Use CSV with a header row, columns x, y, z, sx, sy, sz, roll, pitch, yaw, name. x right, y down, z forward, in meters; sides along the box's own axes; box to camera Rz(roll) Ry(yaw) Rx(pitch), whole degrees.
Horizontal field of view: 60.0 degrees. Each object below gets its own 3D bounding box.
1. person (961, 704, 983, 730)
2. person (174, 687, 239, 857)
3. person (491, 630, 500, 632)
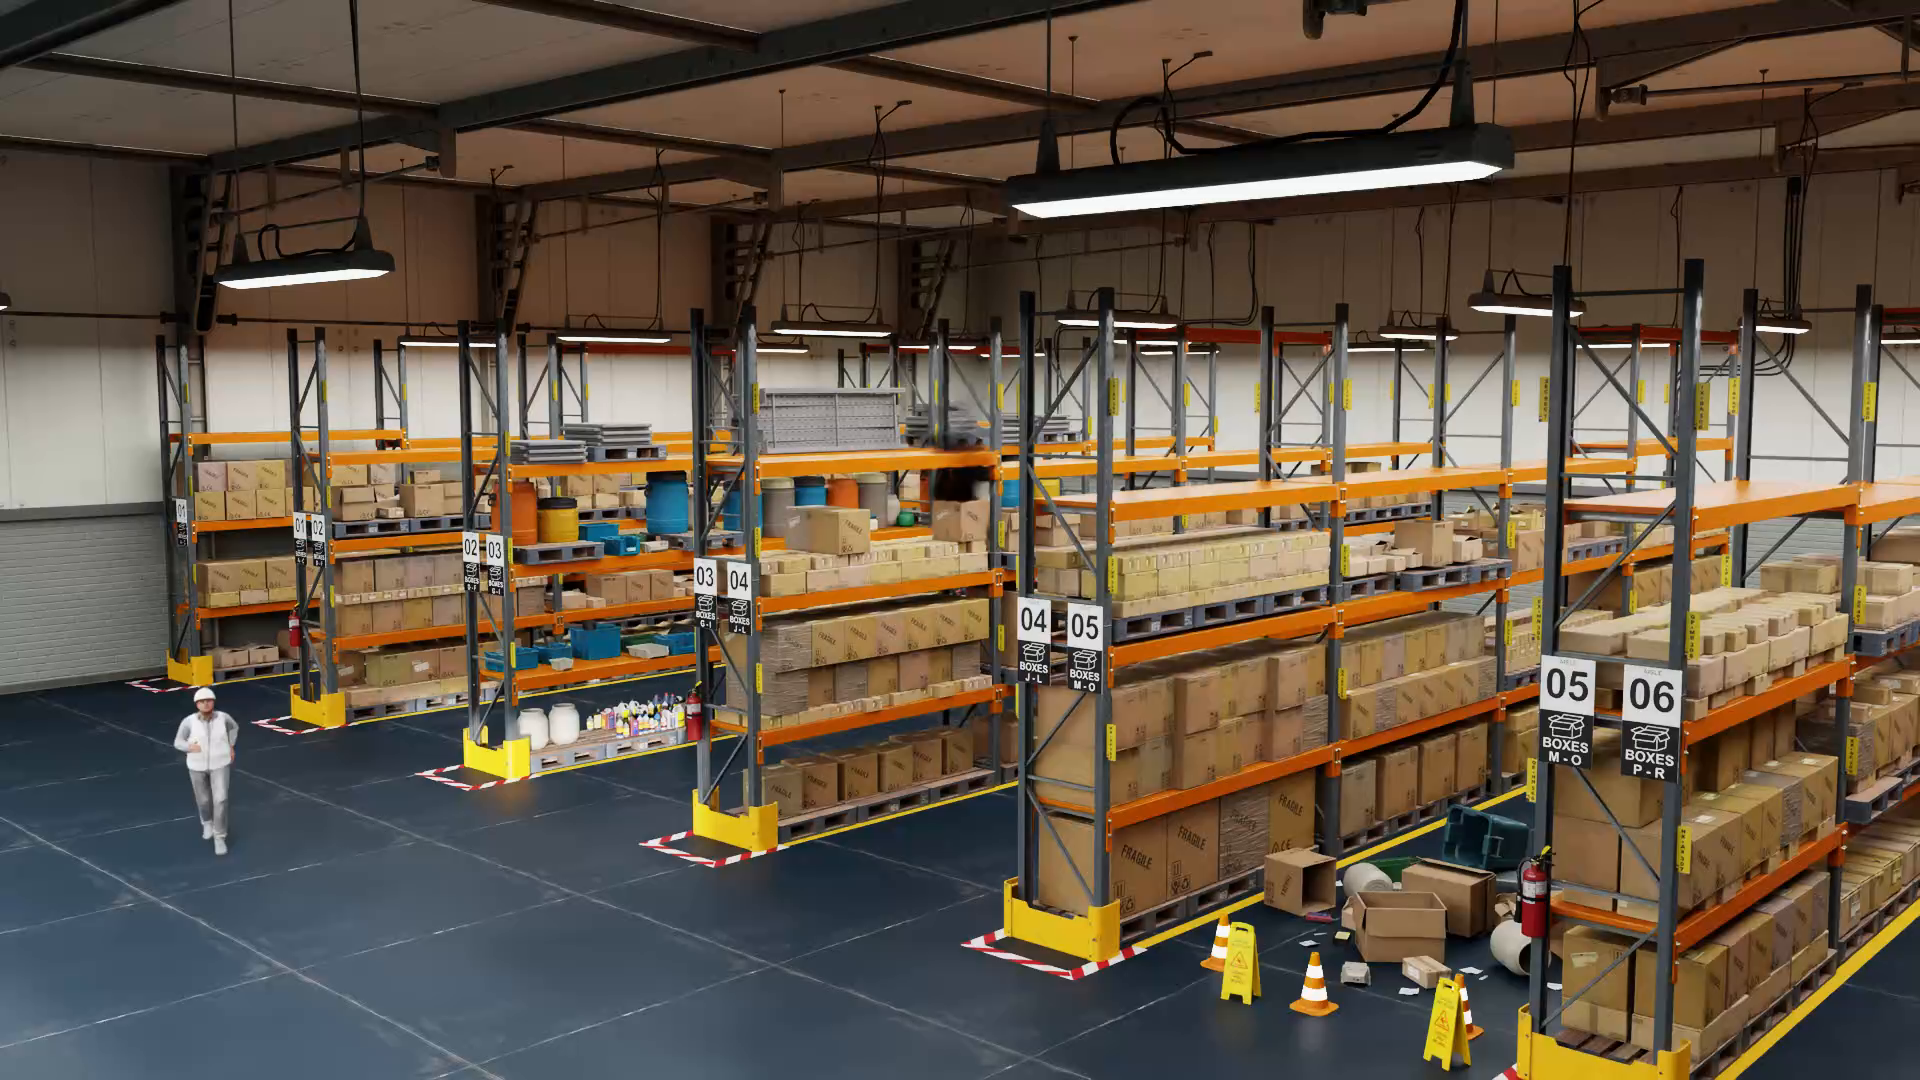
x,y,z,sx,sy,sz,roll,pitch,yaw,name
0.129,2.020,24.103,0.658,1.837,0.798,5,7,43,person
-8.364,2.533,18.487,0.651,1.812,0.876,-2,6,-22,person
-8.182,1.559,29.755,0.624,1.702,0.752,4,7,35,person
